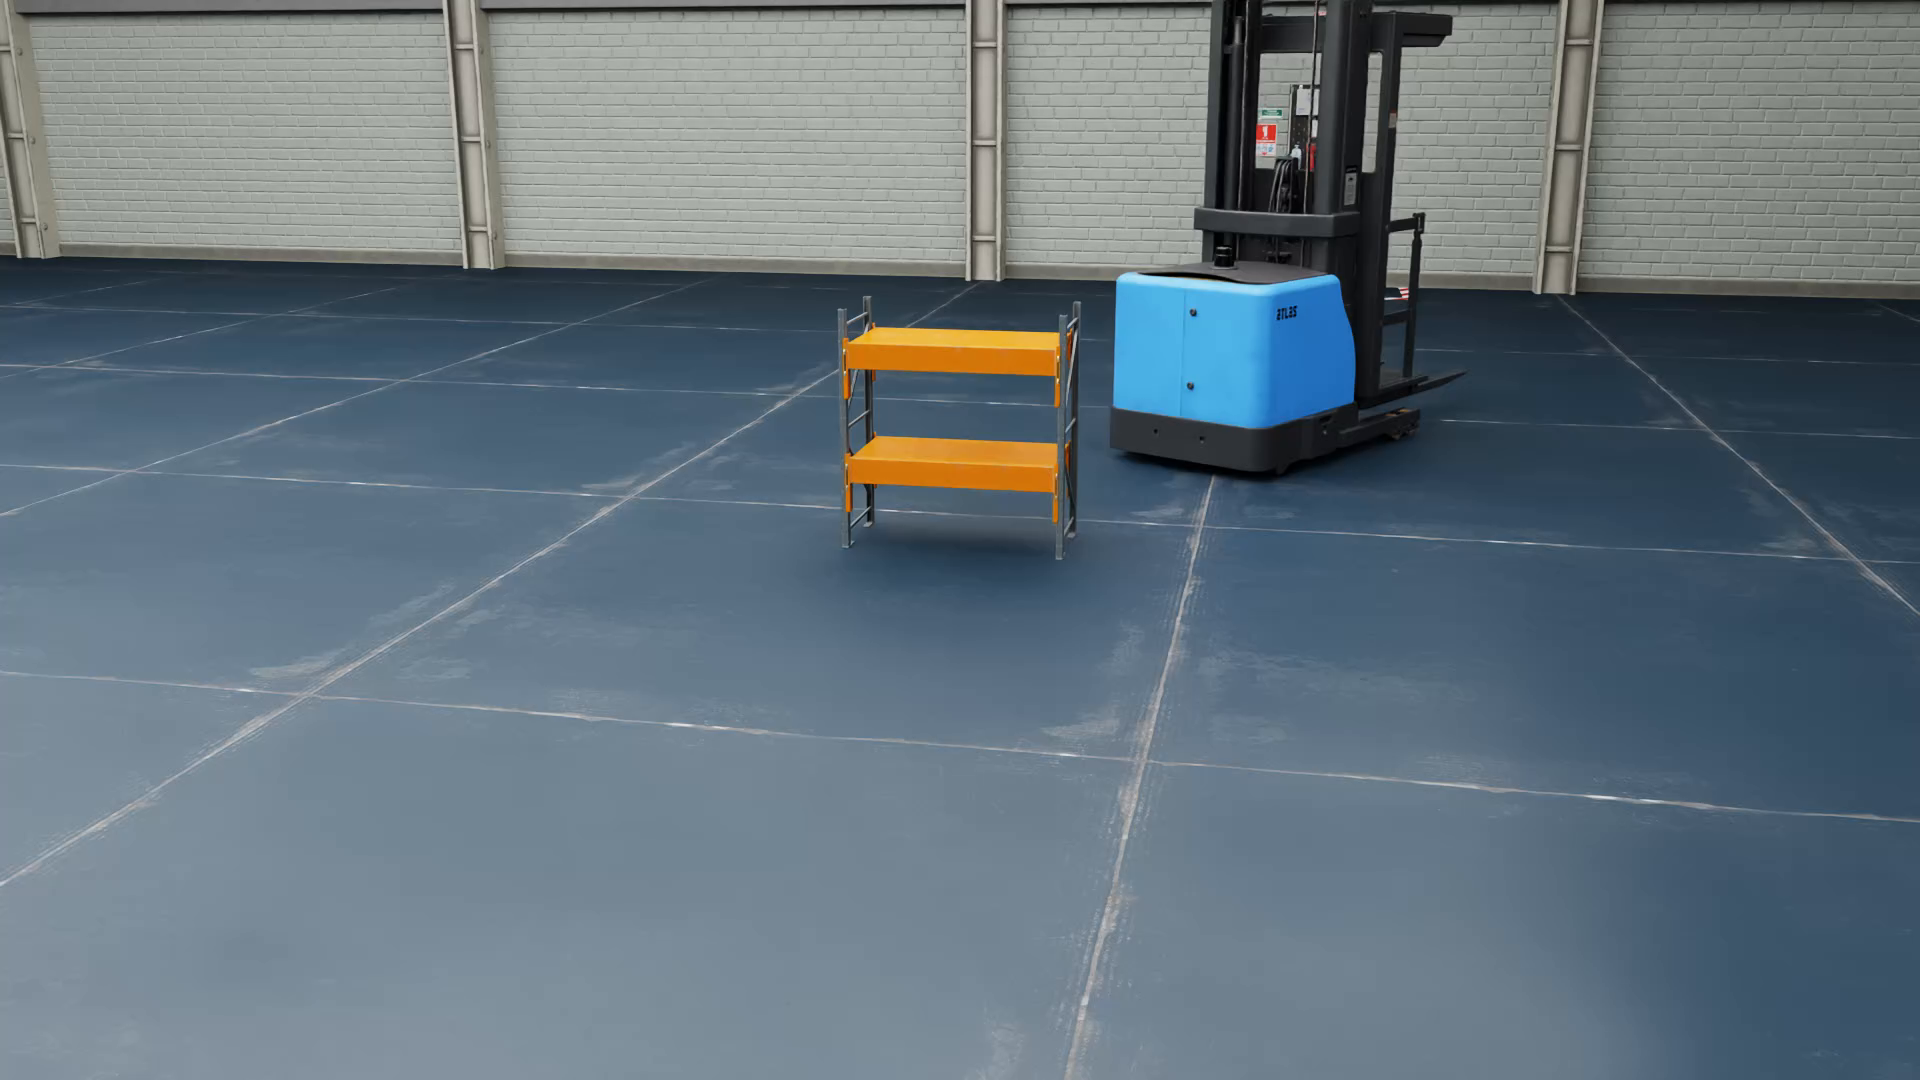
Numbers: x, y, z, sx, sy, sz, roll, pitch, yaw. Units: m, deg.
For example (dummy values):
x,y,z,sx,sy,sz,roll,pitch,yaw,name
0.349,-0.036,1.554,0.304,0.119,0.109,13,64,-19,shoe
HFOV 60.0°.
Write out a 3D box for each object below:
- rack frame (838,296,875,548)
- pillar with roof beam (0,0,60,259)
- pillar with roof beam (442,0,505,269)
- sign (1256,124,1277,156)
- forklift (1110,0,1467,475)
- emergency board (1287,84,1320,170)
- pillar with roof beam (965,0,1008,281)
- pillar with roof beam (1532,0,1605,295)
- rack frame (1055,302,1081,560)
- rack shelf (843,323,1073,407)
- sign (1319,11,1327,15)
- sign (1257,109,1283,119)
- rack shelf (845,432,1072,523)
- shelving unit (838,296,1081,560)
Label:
x,y,z,sx,sy,sz,roll,pitch,yaw,name
-0.492,-0.569,7.938,0.032,1.125,0.500,3,16,11,rack frame
-12.332,-6.740,15.467,0.400,9.000,9.100,3,16,11,pillar with roof beam
-6.453,-6.421,14.314,0.400,9.000,9.100,3,16,11,pillar with roof beam
3.229,-4.232,17.586,0.234,0.329,0.001,3,16,11,sign
2.214,-2.100,10.084,1.130,2.935,3.031,13,20,39,forklift
3.750,-4.159,17.387,0.643,1.169,0.194,3,16,11,emergency board
-0.573,-6.102,13.162,0.400,9.000,9.100,3,16,11,pillar with roof beam
5.307,-5.782,12.010,0.400,9.000,9.100,3,16,11,pillar with roof beam
0.505,-0.515,7.743,0.032,1.125,0.500,3,16,11,rack frame
0.007,-0.824,7.762,1.000,0.278,0.538,3,16,11,rack shelf
3.762,-5.303,17.173,0.199,0.298,0.001,3,16,11,sign
3.232,-4.485,17.506,0.331,0.109,0.001,3,16,11,sign
0.007,-0.306,7.906,1.000,0.278,0.538,3,16,11,rack shelf
0.007,-0.542,7.841,1.048,1.125,0.538,3,16,11,shelving unit
